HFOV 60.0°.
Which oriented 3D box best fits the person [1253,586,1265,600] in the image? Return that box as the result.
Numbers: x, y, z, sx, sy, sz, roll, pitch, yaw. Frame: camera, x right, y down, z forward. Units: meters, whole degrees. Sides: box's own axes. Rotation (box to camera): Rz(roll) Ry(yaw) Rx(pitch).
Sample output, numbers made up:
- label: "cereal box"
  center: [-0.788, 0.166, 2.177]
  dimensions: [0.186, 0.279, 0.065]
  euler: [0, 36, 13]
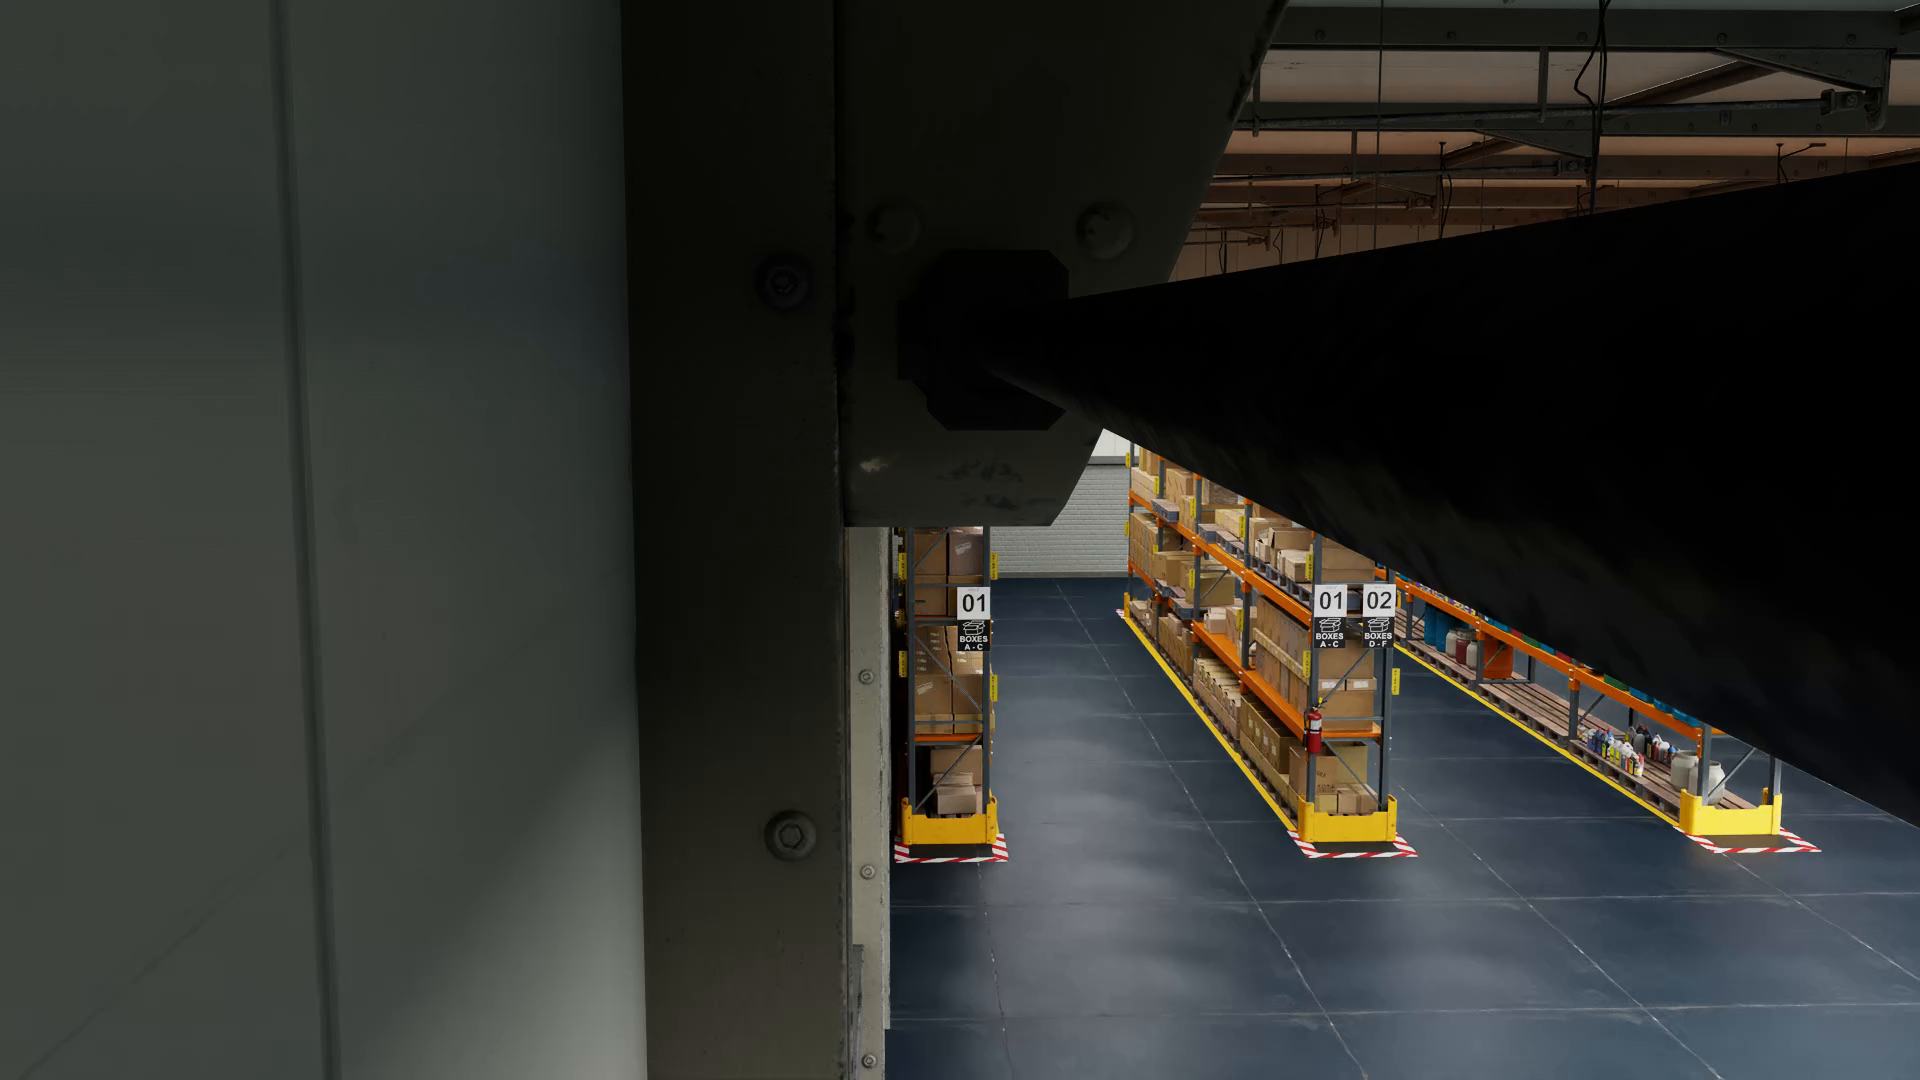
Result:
- label: "person"
  center: [6.274, 1.123, 34.359]
  dimensions: [0.608, 1.677, 0.819]
  euler: [-1, 7, -11]
